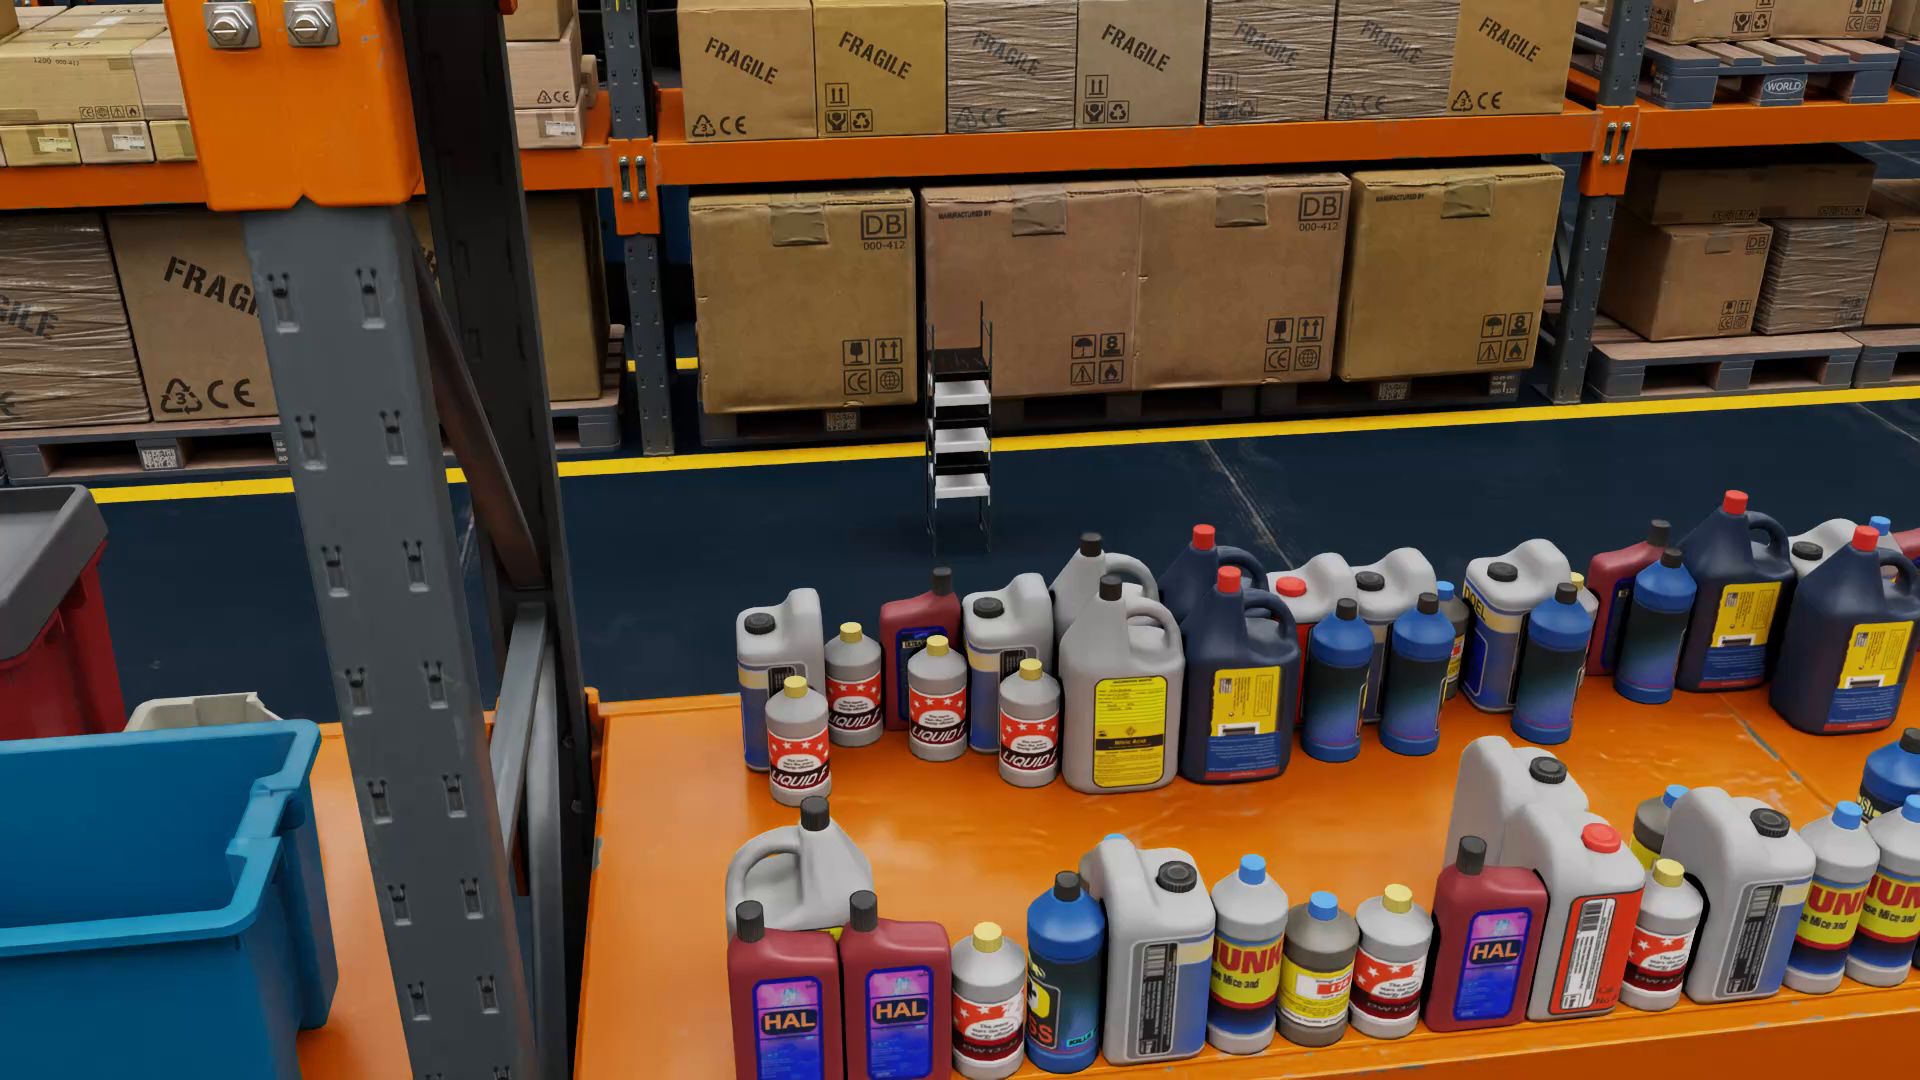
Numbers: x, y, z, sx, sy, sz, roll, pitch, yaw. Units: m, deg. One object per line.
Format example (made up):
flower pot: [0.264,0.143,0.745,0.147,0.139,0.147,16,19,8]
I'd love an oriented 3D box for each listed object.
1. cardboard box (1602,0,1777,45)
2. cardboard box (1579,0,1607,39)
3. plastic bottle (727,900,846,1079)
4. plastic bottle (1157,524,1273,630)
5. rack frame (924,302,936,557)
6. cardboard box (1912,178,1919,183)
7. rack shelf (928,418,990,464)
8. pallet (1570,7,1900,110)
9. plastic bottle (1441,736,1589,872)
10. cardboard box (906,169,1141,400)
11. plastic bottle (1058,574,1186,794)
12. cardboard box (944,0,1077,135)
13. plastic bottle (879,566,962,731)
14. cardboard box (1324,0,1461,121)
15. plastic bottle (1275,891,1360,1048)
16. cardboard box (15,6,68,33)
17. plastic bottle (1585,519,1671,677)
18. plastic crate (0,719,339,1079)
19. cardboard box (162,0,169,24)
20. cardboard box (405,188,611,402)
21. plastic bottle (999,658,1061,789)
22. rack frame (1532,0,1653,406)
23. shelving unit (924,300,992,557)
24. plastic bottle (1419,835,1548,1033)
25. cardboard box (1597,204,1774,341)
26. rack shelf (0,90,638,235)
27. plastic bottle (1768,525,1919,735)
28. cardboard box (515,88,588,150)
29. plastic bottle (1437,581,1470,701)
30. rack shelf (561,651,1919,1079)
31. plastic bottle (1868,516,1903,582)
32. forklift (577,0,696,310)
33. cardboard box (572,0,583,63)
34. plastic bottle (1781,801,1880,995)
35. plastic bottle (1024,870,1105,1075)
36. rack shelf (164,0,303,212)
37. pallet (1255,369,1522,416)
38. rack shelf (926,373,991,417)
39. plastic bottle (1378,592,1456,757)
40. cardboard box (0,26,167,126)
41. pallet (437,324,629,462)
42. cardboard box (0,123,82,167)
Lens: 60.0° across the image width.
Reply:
cardboard box: [3.167,-2.444,7.158,0.500,0.500,0.500,-7,28,-13]
cardboard box: [4.450,-3.709,12.198,0.750,0.750,1.050,-4,27,-7]
plastic bottle: [-0.210,0.555,2.011,0.133,0.283,0.061,-4,27,-7]
plastic bottle: [0.415,0.137,2.751,0.185,0.351,0.144,-4,27,-7]
rack frame: [-0.109,-0.393,6.031,0.006,0.900,0.240,-4,27,-7]
cardboard box: [4.959,-1.411,7.971,0.500,0.500,0.700,-6,28,-12]
rack shelf: [-0.008,-0.370,6.059,0.200,0.077,0.258,-4,27,-7]
pallet: [3.329,-2.168,7.400,1.003,0.211,1.213,-4,27,-7]
plastic bottle: [0.774,0.404,2.313,0.135,0.276,0.152,-4,27,-7]
cardboard box: [0.193,-1.254,7.276,0.875,0.875,1.225,-5,28,-9]
plastic bottle: [0.252,0.214,2.601,0.185,0.351,0.144,-4,27,-7]
cardboard box: [0.161,-1.930,6.617,0.500,0.500,0.500,-4,27,-8]
plastic bottle: [-0.065,0.179,2.744,0.133,0.283,0.061,-4,27,-7]
cardboard box: [1.690,-2.032,6.815,0.500,0.500,0.500,-4,27,-8]
plastic bottle: [0.456,0.540,2.129,0.097,0.201,0.097,0,27,0]
cardboard box: [-3.834,-1.932,6.568,0.500,0.250,0.500,-5,28,-9]
plastic bottle: [1.159,0.100,2.897,0.133,0.283,0.061,-4,27,-7]
plastic crate: [-1.047,0.498,1.946,0.575,0.384,0.392,-4,27,-7]
cardboard box: [-2.836,-2.327,6.517,0.500,0.500,0.500,-5,28,-9]
cardboard box: [-1.987,-1.141,7.056,0.875,0.875,0.875,-4,27,-7]
plastic bottle: [0.110,0.282,2.631,0.097,0.201,0.097,0,27,0]
rack frame: [2.638,-2.160,7.174,0.127,3.000,1.000,-4,27,-7]
shelving unit: [-0.008,-0.400,6.044,0.210,0.900,0.258,-4,27,-7]
plastic bottle: [0.669,0.498,2.121,0.133,0.283,0.061,-4,27,-7]
cardboard box: [3.299,-1.295,7.745,0.500,0.500,0.700,-5,28,-10]
rack shelf: [-3.303,-1.458,6.595,4.000,0.370,1.077,-4,27,-7]
plastic bottle: [1.477,0.139,2.747,0.185,0.351,0.144,-4,27,-7]
cardboard box: [-1.579,-1.626,6.409,0.250,0.149,0.380,-4,27,-7]
plastic bottle: [0.818,0.167,2.857,0.097,0.201,0.097,0,27,0]
rack shelf: [1.348,0.526,2.727,4.000,0.370,1.077,-4,27,-7]
plastic bottle: [1.592,0.086,2.938,0.097,0.271,0.097,0,27,0]
forklift: [-1.791,-3.089,9.060,1.130,2.935,3.031,0,27,1]
cardboard box: [-1.824,-2.060,6.817,0.500,0.250,0.500,-4,27,-8]
plastic bottle: [1.144,0.465,2.199,0.097,0.271,0.097,0,27,0]
plastic bottle: [0.130,0.530,2.073,0.097,0.271,0.097,0,27,0]
rack shelf: [-2.613,-0.554,1.546,4.000,0.370,1.077,-4,27,-7]
pallet: [1.847,-0.903,7.779,1.213,0.211,1.003,-4,27,-7]
rack shelf: [-0.008,-0.530,5.977,0.200,0.077,0.258,-4,27,-7]
plastic bottle: [0.743,0.211,2.695,0.097,0.271,0.097,0,27,0]
cardboard box: [-3.243,-1.727,6.169,0.500,0.250,0.500,-4,27,-8]
pallet: [-2.087,-0.652,7.290,1.213,0.211,1.003,-4,27,-7]
cardboard box: [-3.363,-1.511,6.185,0.250,0.149,0.380,-4,27,-8]
